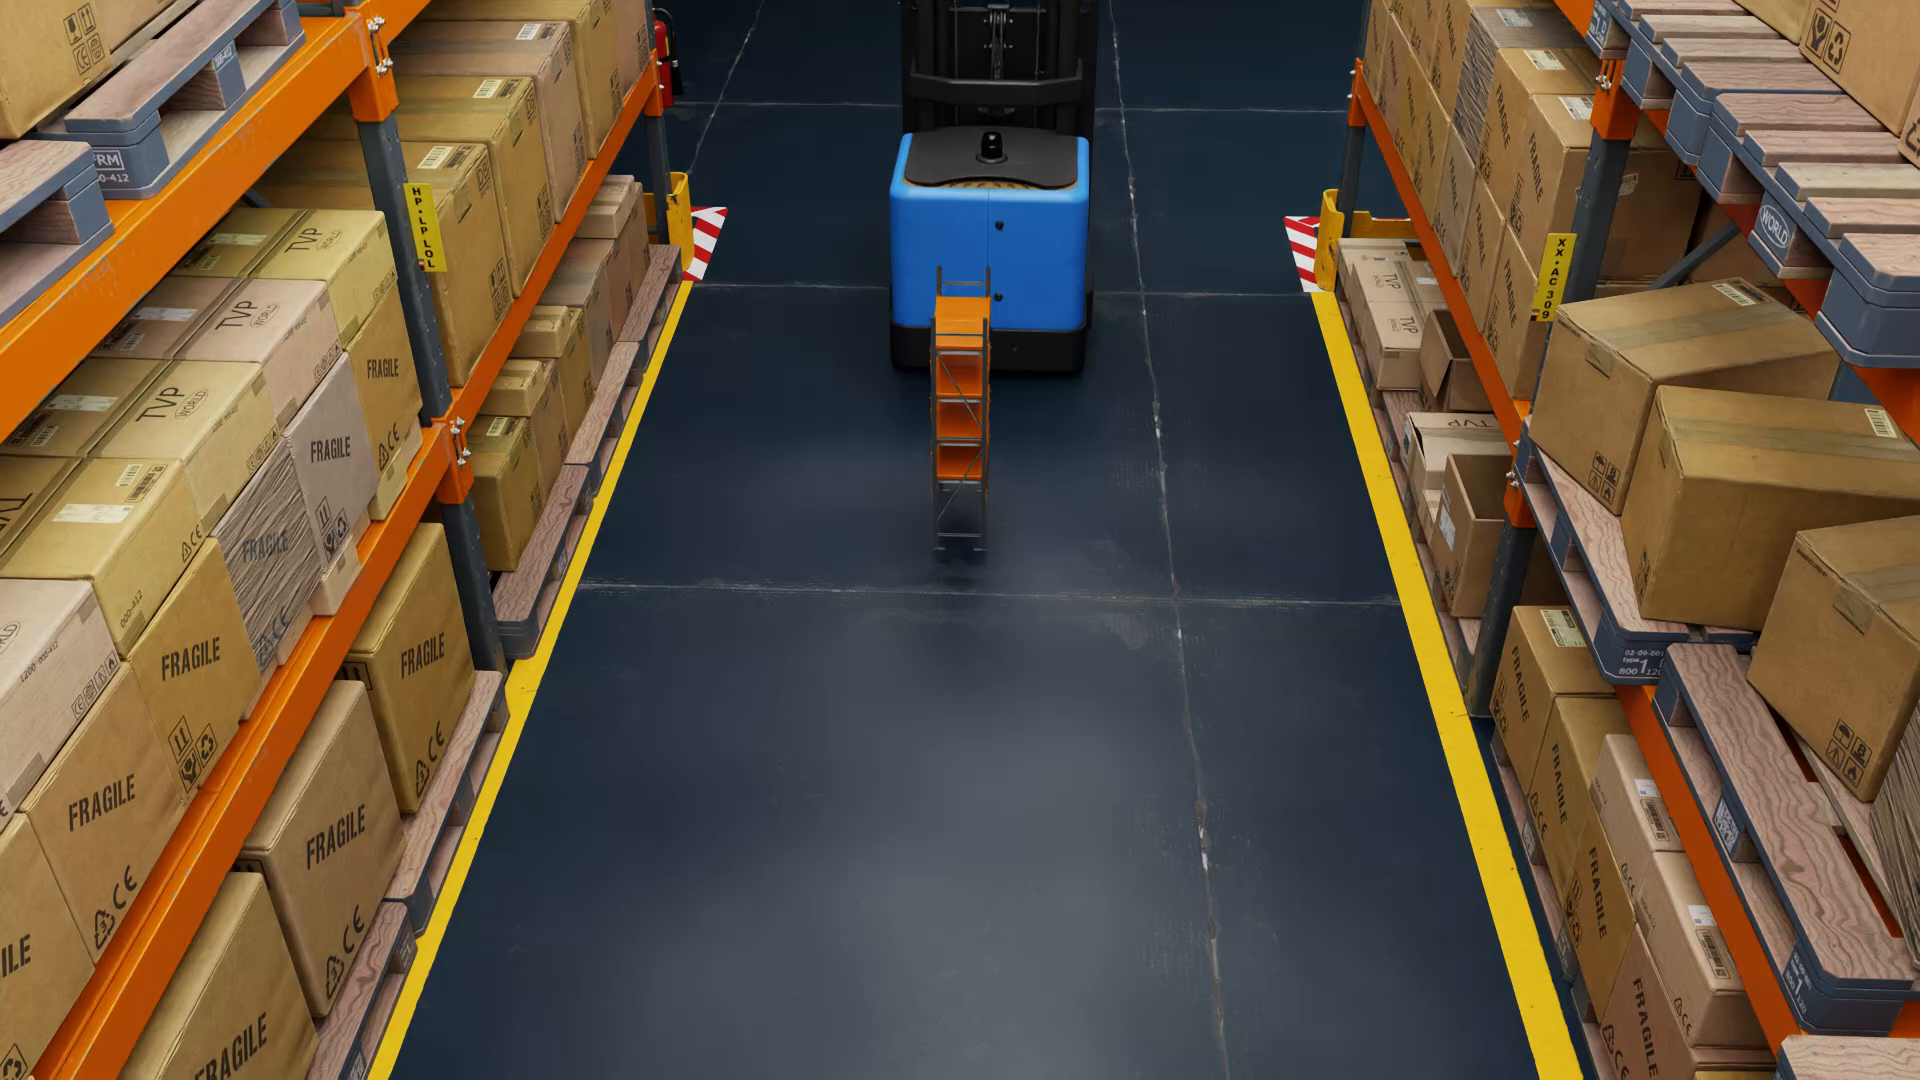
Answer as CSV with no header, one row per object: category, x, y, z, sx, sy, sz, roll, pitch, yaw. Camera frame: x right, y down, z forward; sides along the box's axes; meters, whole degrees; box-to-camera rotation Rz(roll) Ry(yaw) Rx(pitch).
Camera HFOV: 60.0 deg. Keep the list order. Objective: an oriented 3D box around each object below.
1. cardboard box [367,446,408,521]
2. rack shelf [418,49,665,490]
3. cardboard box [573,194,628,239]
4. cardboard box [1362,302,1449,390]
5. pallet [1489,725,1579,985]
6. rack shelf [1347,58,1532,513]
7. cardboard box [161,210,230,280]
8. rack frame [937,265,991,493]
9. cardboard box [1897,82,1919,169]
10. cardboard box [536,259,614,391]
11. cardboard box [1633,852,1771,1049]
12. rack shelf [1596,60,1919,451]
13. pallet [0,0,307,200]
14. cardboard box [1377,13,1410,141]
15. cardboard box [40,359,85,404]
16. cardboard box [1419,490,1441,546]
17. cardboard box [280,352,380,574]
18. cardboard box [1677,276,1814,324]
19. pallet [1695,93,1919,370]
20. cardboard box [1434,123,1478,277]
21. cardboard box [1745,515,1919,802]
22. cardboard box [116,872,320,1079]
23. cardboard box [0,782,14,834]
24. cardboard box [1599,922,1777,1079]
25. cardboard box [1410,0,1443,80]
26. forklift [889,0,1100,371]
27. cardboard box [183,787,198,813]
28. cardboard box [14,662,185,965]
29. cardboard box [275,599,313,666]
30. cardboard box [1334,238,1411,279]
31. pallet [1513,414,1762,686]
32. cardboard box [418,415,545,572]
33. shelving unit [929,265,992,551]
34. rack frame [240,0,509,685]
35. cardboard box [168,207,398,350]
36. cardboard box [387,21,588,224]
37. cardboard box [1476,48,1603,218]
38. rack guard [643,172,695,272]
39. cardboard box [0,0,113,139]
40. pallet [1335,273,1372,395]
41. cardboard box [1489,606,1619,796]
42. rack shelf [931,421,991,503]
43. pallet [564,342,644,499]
cardboard box,-2.105,-0.199,5.626,0.380,0.149,0.250,2,35,3
rack shelf,-2.308,-1.495,7.894,1.077,0.370,4.000,1,35,2
cardboard box,-1.988,-1.724,8.838,0.380,0.149,0.250,2,35,3
cardboard box,2.377,-1.001,8.574,0.500,0.250,0.500,1,35,2
pallet,2.567,1.081,6.028,1.003,0.211,1.213,1,35,2
rack shelf,2.642,-1.383,7.735,1.077,0.370,4.000,1,35,2
cardboard box,-2.667,-0.860,5.349,0.500,0.250,0.500,2,35,3
rack frame,0.016,-0.726,7.740,0.240,1.200,0.015,1,35,2
cardboard box,2.417,-0.955,3.352,0.600,0.600,0.600,0,35,0
cardboard box,-2.195,-1.107,8.525,0.700,0.500,0.500,0,35,0
cardboard box,2.239,1.143,4.654,0.500,0.250,0.500,1,35,1
rack shelf,2.481,-0.312,3.602,1.077,0.370,4.000,1,35,2
pallet,-2.376,-1.261,4.494,0.805,0.209,1.217,0,35,0
cardboard box,2.426,-2.322,8.358,0.500,0.500,0.500,1,35,1
cardboard box,-2.696,-0.271,4.511,0.500,0.250,0.500,0,35,0
cardboard box,2.256,-0.092,7.370,0.380,0.149,0.250,1,35,2
cardboard box,-2.165,-0.247,5.129,0.500,0.500,0.500,2,35,2
cardboard box,2.854,-0.856,6.272,0.500,0.500,0.500,2,35,3
pallet,2.427,-0.709,3.706,1.213,0.211,1.003,1,35,2
cardboard box,2.363,-1.454,7.123,0.500,0.500,0.500,2,35,3
cardboard box,2.552,0.276,4.297,0.700,0.500,0.500,-7,36,-10
cardboard box,-2.347,1.443,4.593,0.750,0.750,0.750,1,35,2
cardboard box,-2.252,0.616,3.249,0.500,0.250,0.500,1,35,1
cardboard box,2.240,1.471,4.840,0.500,0.500,0.500,0,35,0
cardboard box,2.403,-2.440,7.656,0.500,0.500,0.500,2,35,3
forklift,0.232,-2.927,9.366,1.130,2.935,3.031,2,35,3
cardboard box,-2.253,0.687,4.365,0.380,0.149,0.250,2,35,2
cardboard box,-2.222,0.628,3.885,0.500,0.500,0.500,1,35,2
cardboard box,-2.189,0.240,5.000,0.380,0.149,0.250,1,35,2
cardboard box,2.362,-1.607,9.525,0.380,0.149,0.250,1,35,2
pallet,2.420,0.007,5.298,1.003,0.211,1.213,1,35,2
cardboard box,-2.256,-0.217,7.258,0.700,0.500,0.500,2,35,2
shelving unit,0.007,-0.586,7.540,0.258,1.200,0.503,1,35,2
rack frame,-2.388,-0.640,6.052,1.000,3.000,0.127,1,35,2
cardboard box,-2.151,-0.844,5.327,0.500,0.250,0.500,2,35,3
cardboard box,-2.296,-1.912,7.601,0.980,0.700,0.700,0,35,0
cardboard box,2.341,-1.569,6.417,0.500,0.500,0.500,1,35,1
rack guard,-2.227,-1.930,10.061,1.175,0.500,0.348,1,35,2
cardboard box,-2.491,-1.264,3.862,0.700,0.500,0.500,1,35,1
pallet,2.688,-1.184,9.251,1.003,0.211,1.213,1,35,2
cardboard box,2.299,0.587,6.098,0.500,0.500,0.500,0,35,0
rack shelf,0.007,-0.368,7.693,0.258,0.148,0.480,1,35,2
pallet,-2.233,-0.637,8.473,1.003,0.211,1.213,1,35,2
